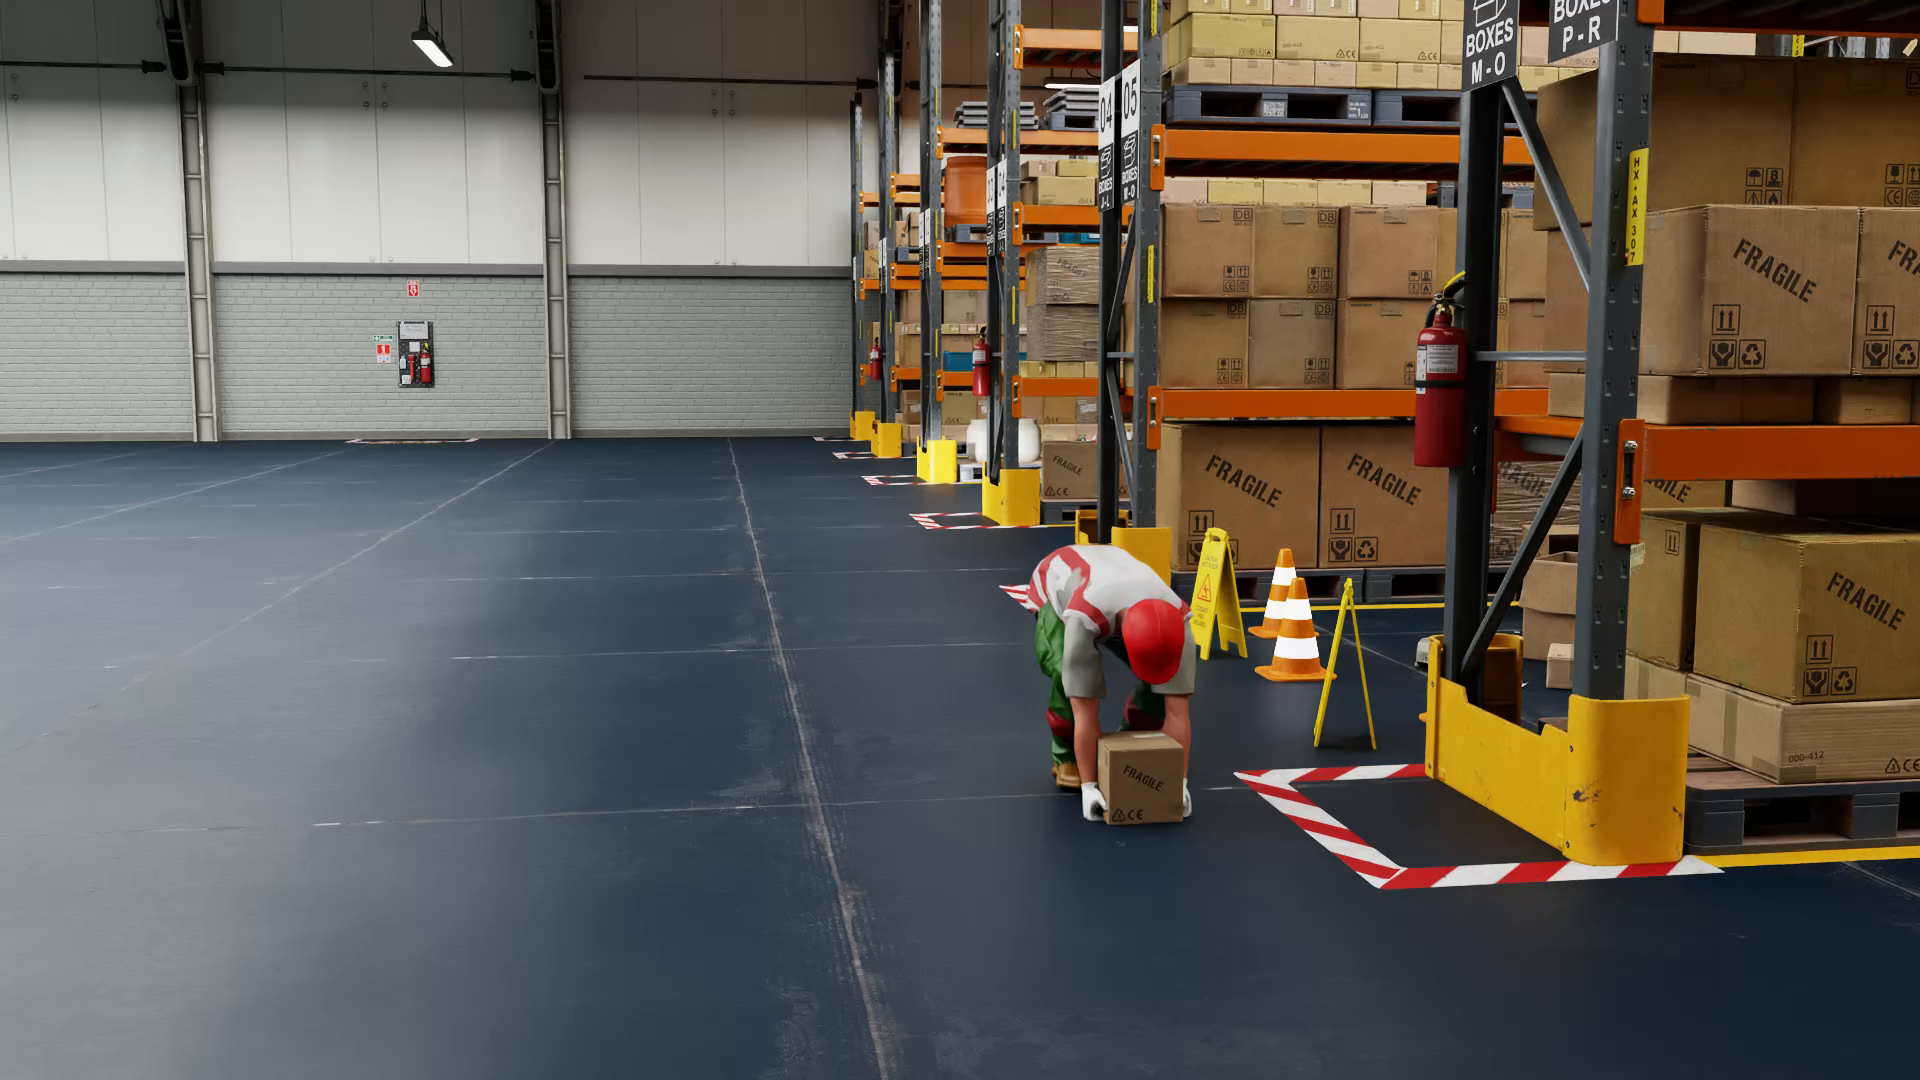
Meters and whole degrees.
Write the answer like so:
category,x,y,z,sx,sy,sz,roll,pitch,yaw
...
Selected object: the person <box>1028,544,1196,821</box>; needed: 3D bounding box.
category,x,y,z,sx,sy,sz,roll,pitch,yaw
person,0.541,0.469,5.757,0.527,0.869,0.966,-2,7,-14
